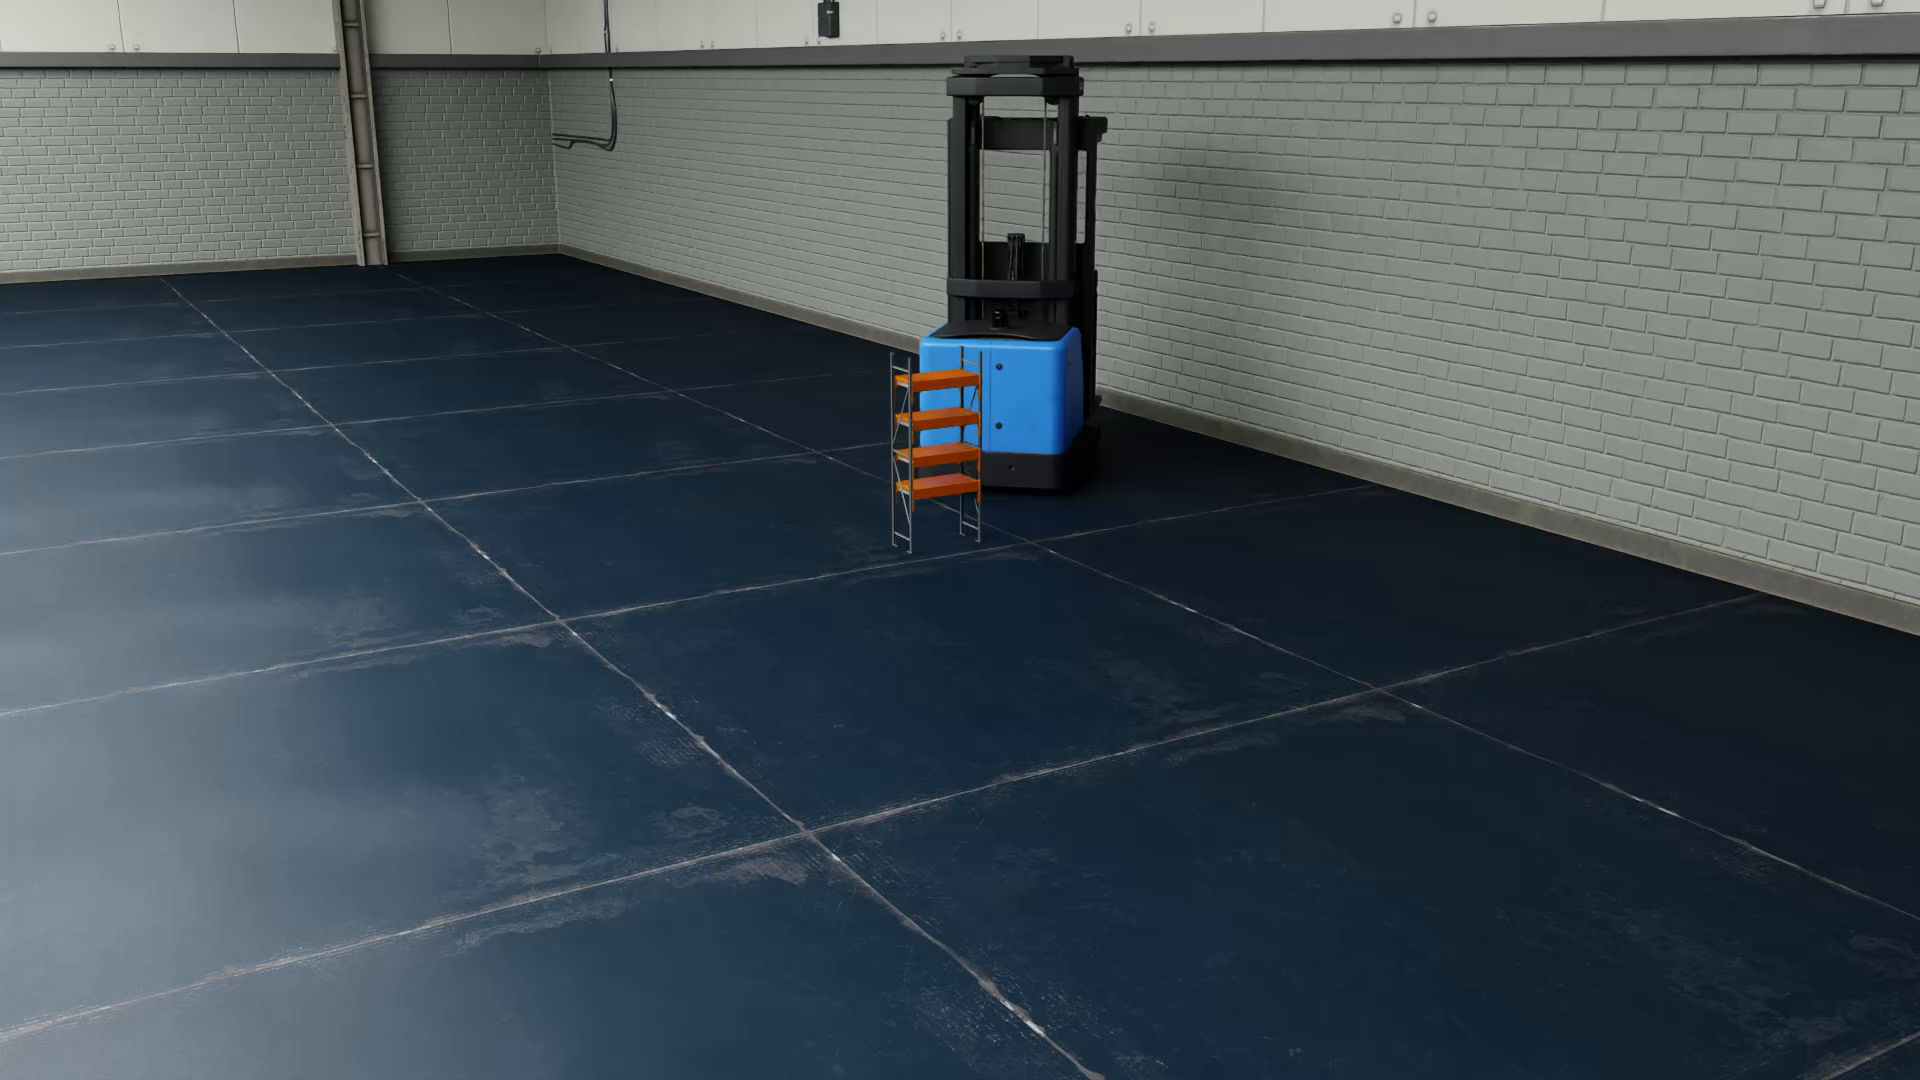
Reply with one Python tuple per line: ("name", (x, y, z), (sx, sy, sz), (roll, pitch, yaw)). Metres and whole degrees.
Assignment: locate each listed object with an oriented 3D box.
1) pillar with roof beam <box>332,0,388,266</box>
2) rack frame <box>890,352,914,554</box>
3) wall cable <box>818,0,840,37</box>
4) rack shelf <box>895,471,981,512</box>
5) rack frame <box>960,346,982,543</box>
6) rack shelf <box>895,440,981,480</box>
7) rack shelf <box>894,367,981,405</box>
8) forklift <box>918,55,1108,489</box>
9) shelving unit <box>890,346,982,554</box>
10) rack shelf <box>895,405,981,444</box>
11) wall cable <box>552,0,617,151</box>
("pillar with roof beam", (-6.782, -7.561, 20.711), (0.400, 9.000, 9.100), (-9, 18, -30))
("rack frame", (-0.351, -0.521, 10.045), (0.015, 1.200, 0.240), (-9, 18, -30))
("wall cable", (-0.917, -8.100, 16.332), (0.169, 6.003, 2.305), (-9, 18, -30))
("rack shelf", (-0.142, -0.299, 10.238), (0.480, 0.148, 0.258), (-9, 18, -30))
("rack frame", (0.067, -0.589, 10.287), (0.015, 1.200, 0.240), (-9, 18, -30))
("rack shelf", (-0.142, -0.490, 10.184), (0.480, 0.148, 0.258), (-9, 18, -30))
("rack shelf", (-0.142, -0.933, 10.060), (0.480, 0.148, 0.258), (-9, 18, -30))
("forklift", (0.498, -2.113, 12.518), (1.130, 2.935, 3.031), (3, 16, 11))
("shelving unit", (-0.142, -0.555, 10.166), (0.503, 1.200, 0.258), (-9, 18, -30))
("rack shelf", (-0.142, -0.705, 10.124), (0.480, 0.148, 0.258), (-9, 18, -30))
("wall cable", (-5.793, -7.166, 25.053), (0.112, 2.526, 3.097), (-9, 18, -30))
